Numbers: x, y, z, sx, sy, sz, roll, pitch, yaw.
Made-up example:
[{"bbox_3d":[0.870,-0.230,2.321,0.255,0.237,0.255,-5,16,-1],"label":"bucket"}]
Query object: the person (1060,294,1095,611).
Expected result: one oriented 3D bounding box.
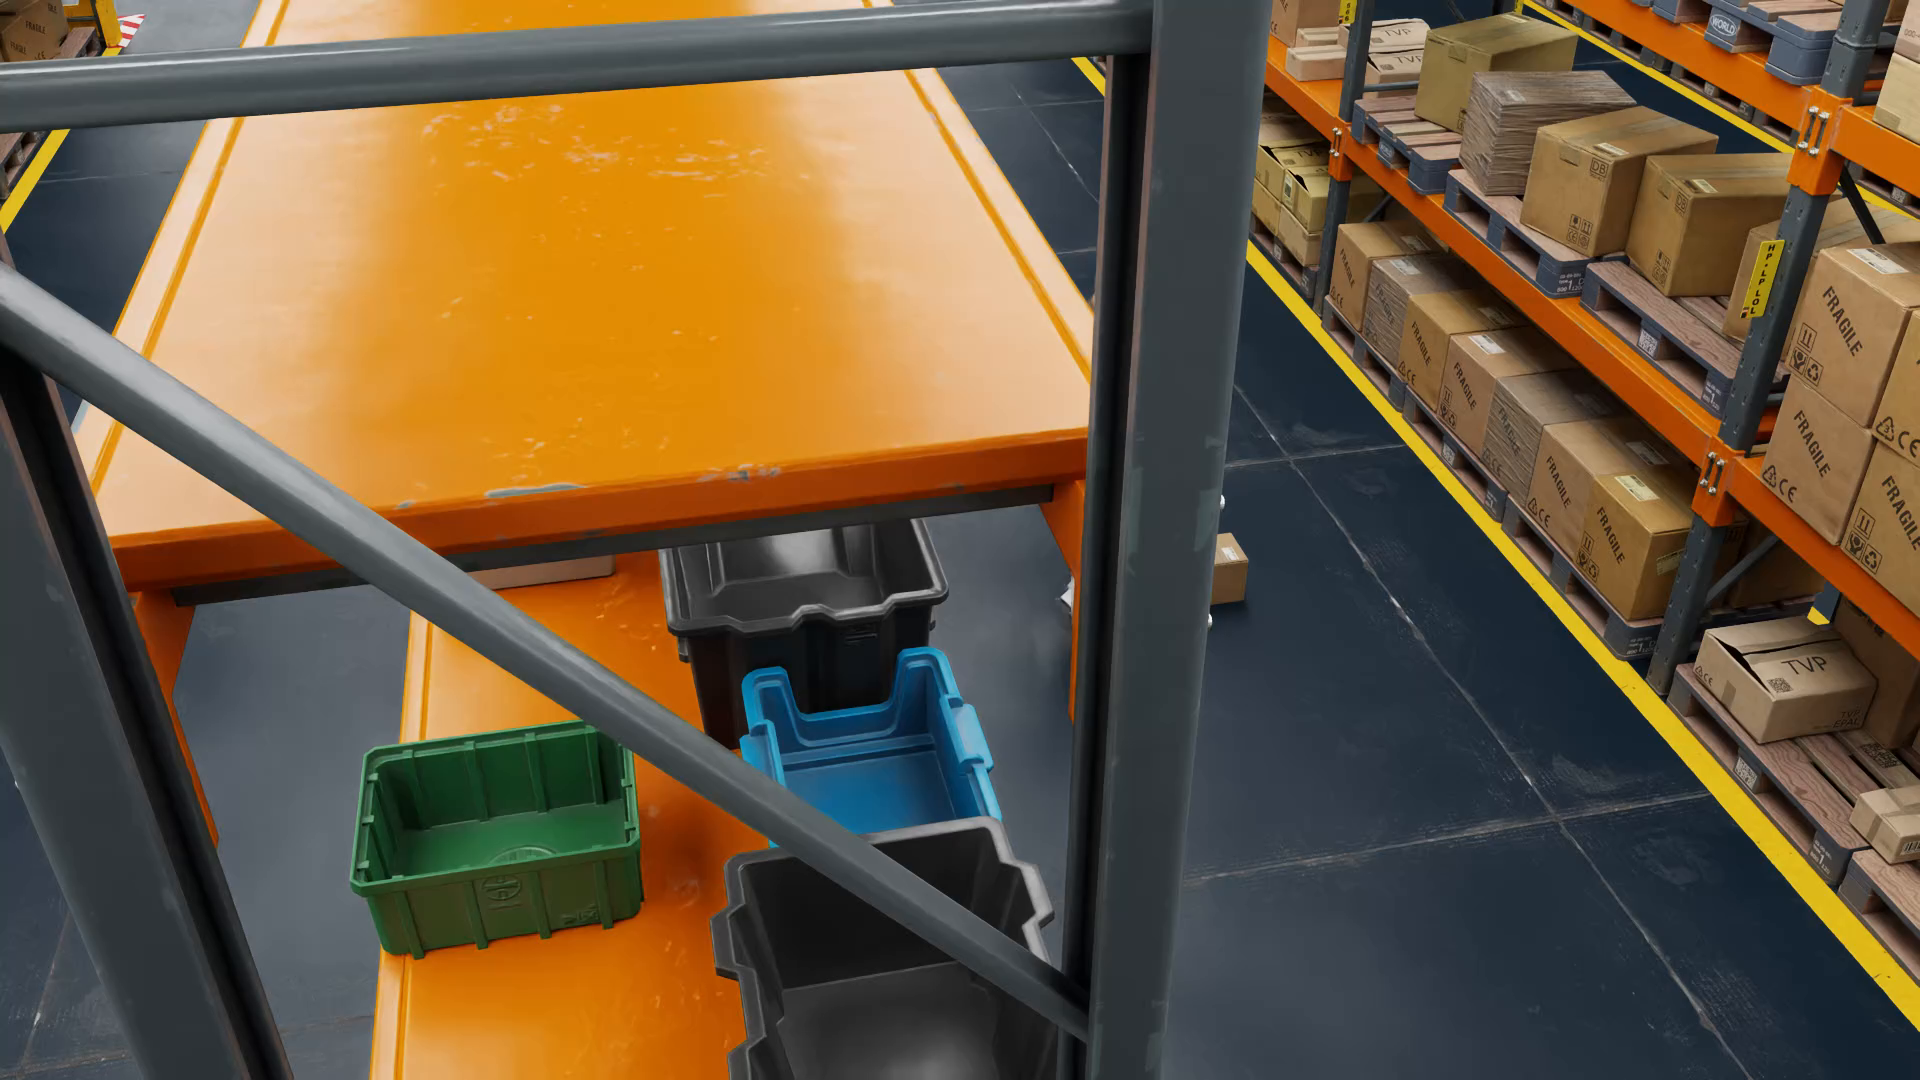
[{"bbox_3d":[0.667,-0.353,7.650,0.604,1.763,0.618,-26,42,-33],"label":"person"}]
